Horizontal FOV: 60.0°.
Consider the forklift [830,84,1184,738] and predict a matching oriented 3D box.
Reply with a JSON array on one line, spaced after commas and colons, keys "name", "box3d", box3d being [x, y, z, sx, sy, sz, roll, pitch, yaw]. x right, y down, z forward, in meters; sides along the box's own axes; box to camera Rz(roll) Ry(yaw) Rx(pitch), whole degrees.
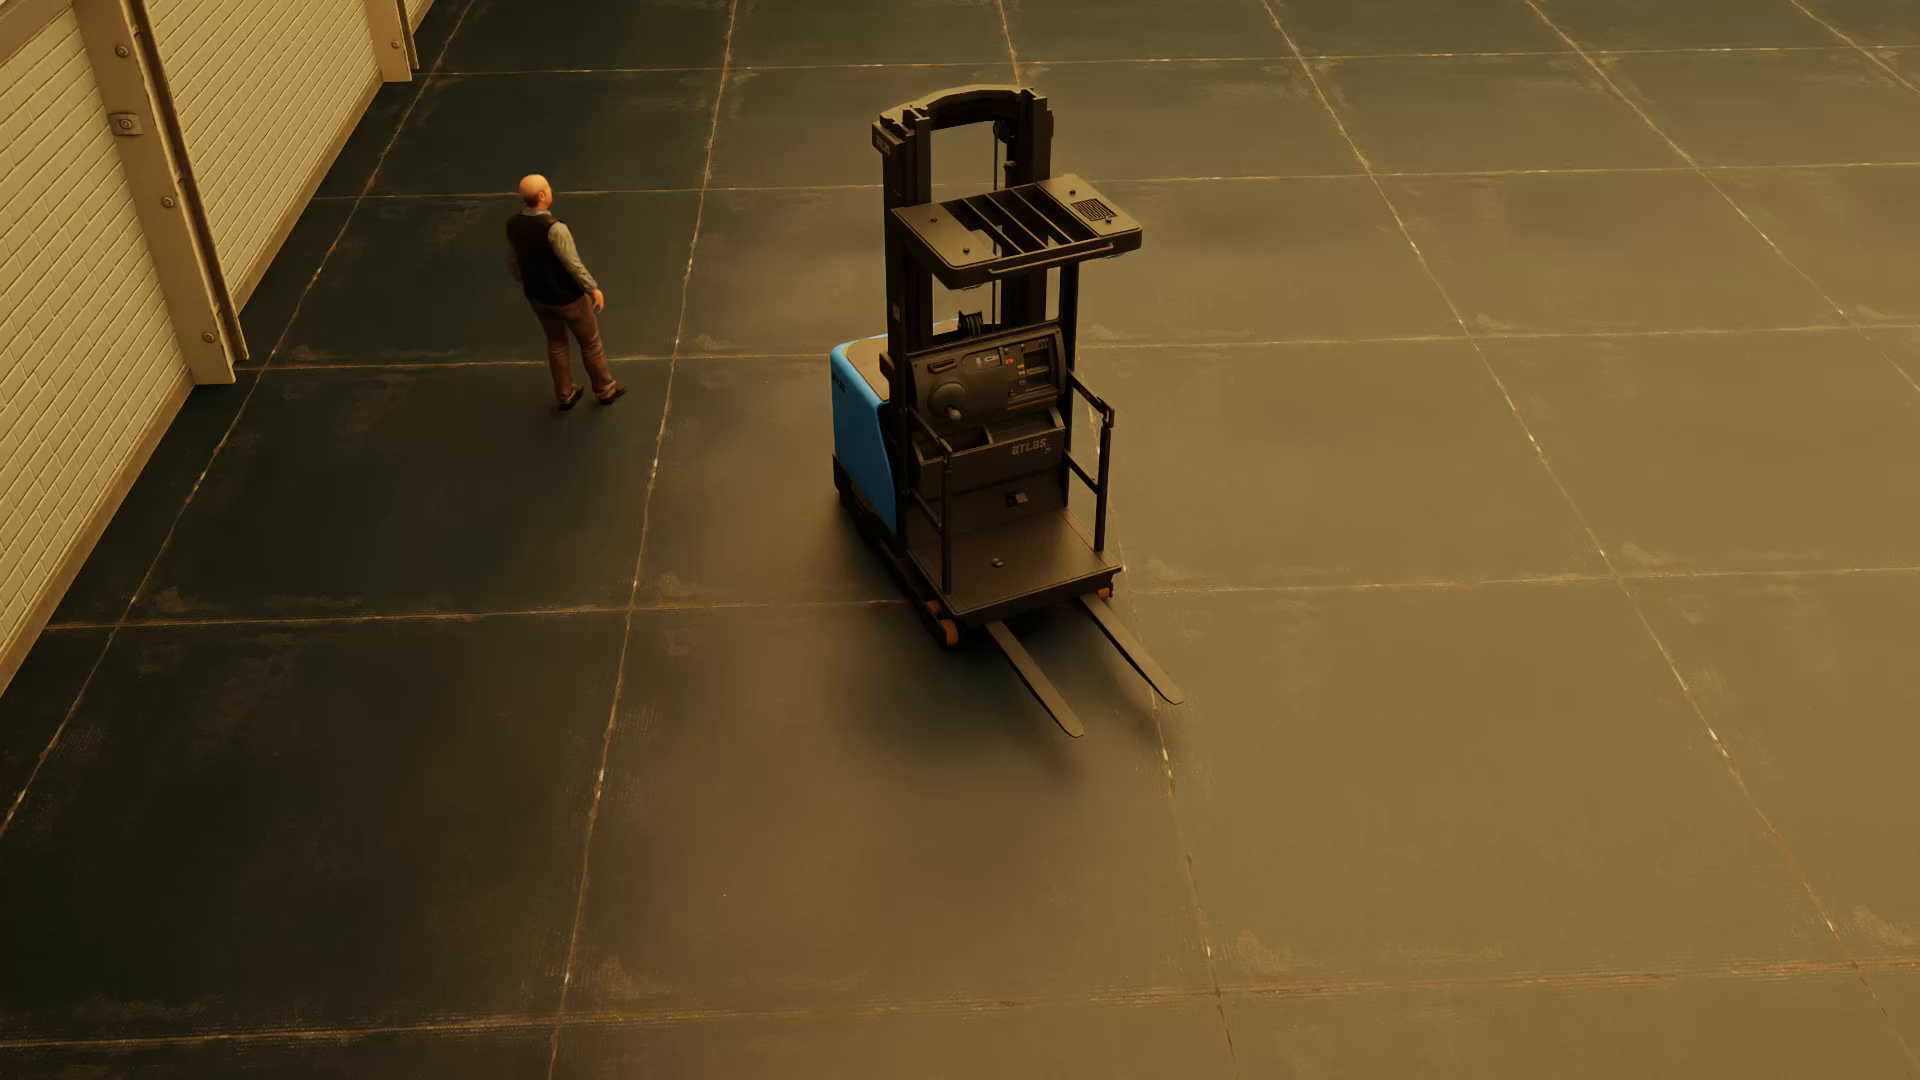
[{"name": "forklift", "box3d": [0.258, -0.860, 9.192, 1.130, 2.935, 3.031, -15, 39, -20]}]

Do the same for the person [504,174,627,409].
[{"name": "person", "box3d": [-2.711, -1.709, 11.384, 0.679, 1.723, 0.549, 13, 38, 18]}]
